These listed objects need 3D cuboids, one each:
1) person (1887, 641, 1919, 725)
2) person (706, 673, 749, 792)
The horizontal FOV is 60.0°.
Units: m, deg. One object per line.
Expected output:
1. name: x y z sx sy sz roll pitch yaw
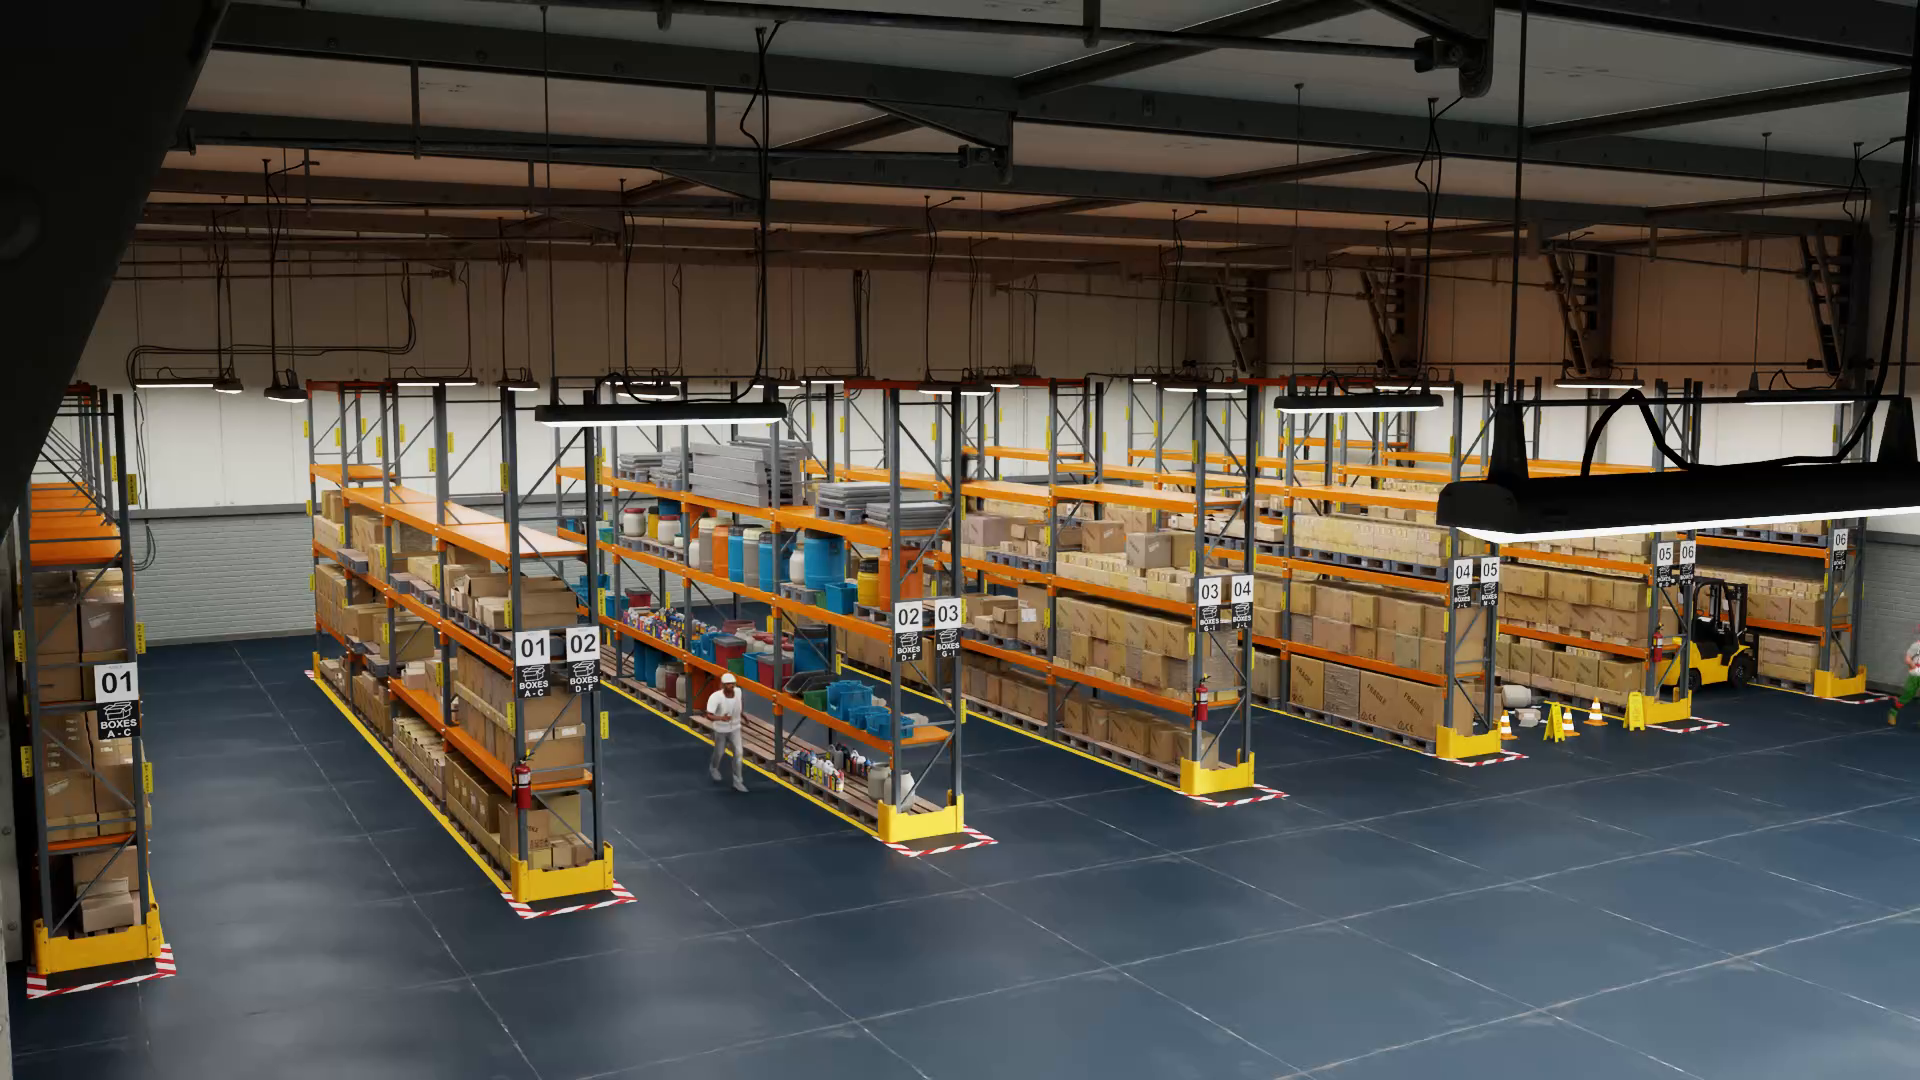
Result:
1. person: 16.625 2.361 28.668 0.710 1.766 1.008 -2 6 -16
2. person: -3.482 2.816 24.775 0.729 1.742 1.008 -4 7 -31
